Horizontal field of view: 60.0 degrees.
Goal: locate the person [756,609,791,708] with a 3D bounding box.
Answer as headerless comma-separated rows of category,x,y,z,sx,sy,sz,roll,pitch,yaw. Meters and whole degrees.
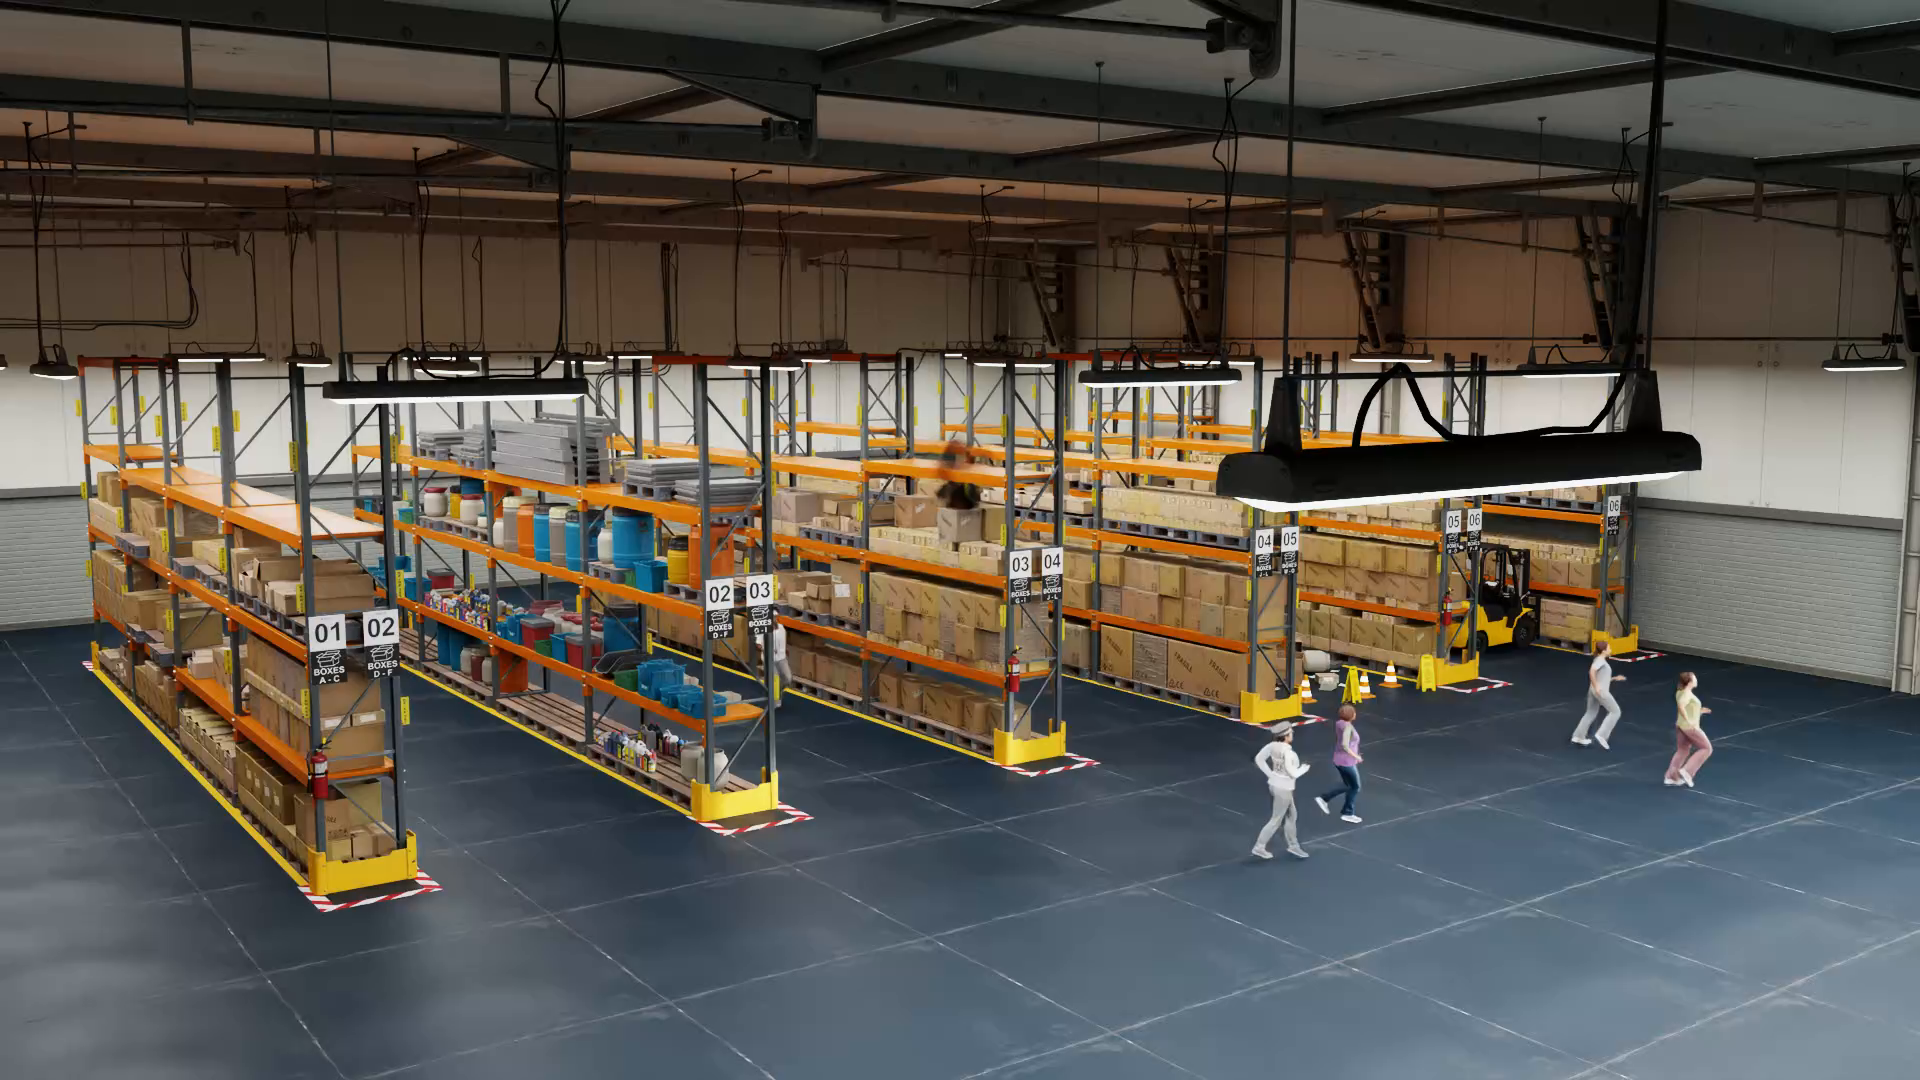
person,-3.123,2.029,28.346,0.686,1.721,0.597,-5,9,-38

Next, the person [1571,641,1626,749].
person,9.893,2.394,25.708,0.787,1.687,0.527,0,7,4

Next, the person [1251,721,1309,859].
person,3.887,3.041,20.126,0.783,1.726,0.610,-2,7,-13

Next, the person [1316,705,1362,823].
person,4.987,2.929,21.743,0.601,1.578,0.548,-1,7,-5

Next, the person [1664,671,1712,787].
person,10.293,2.660,23.463,0.628,1.639,0.560,0,7,-2
